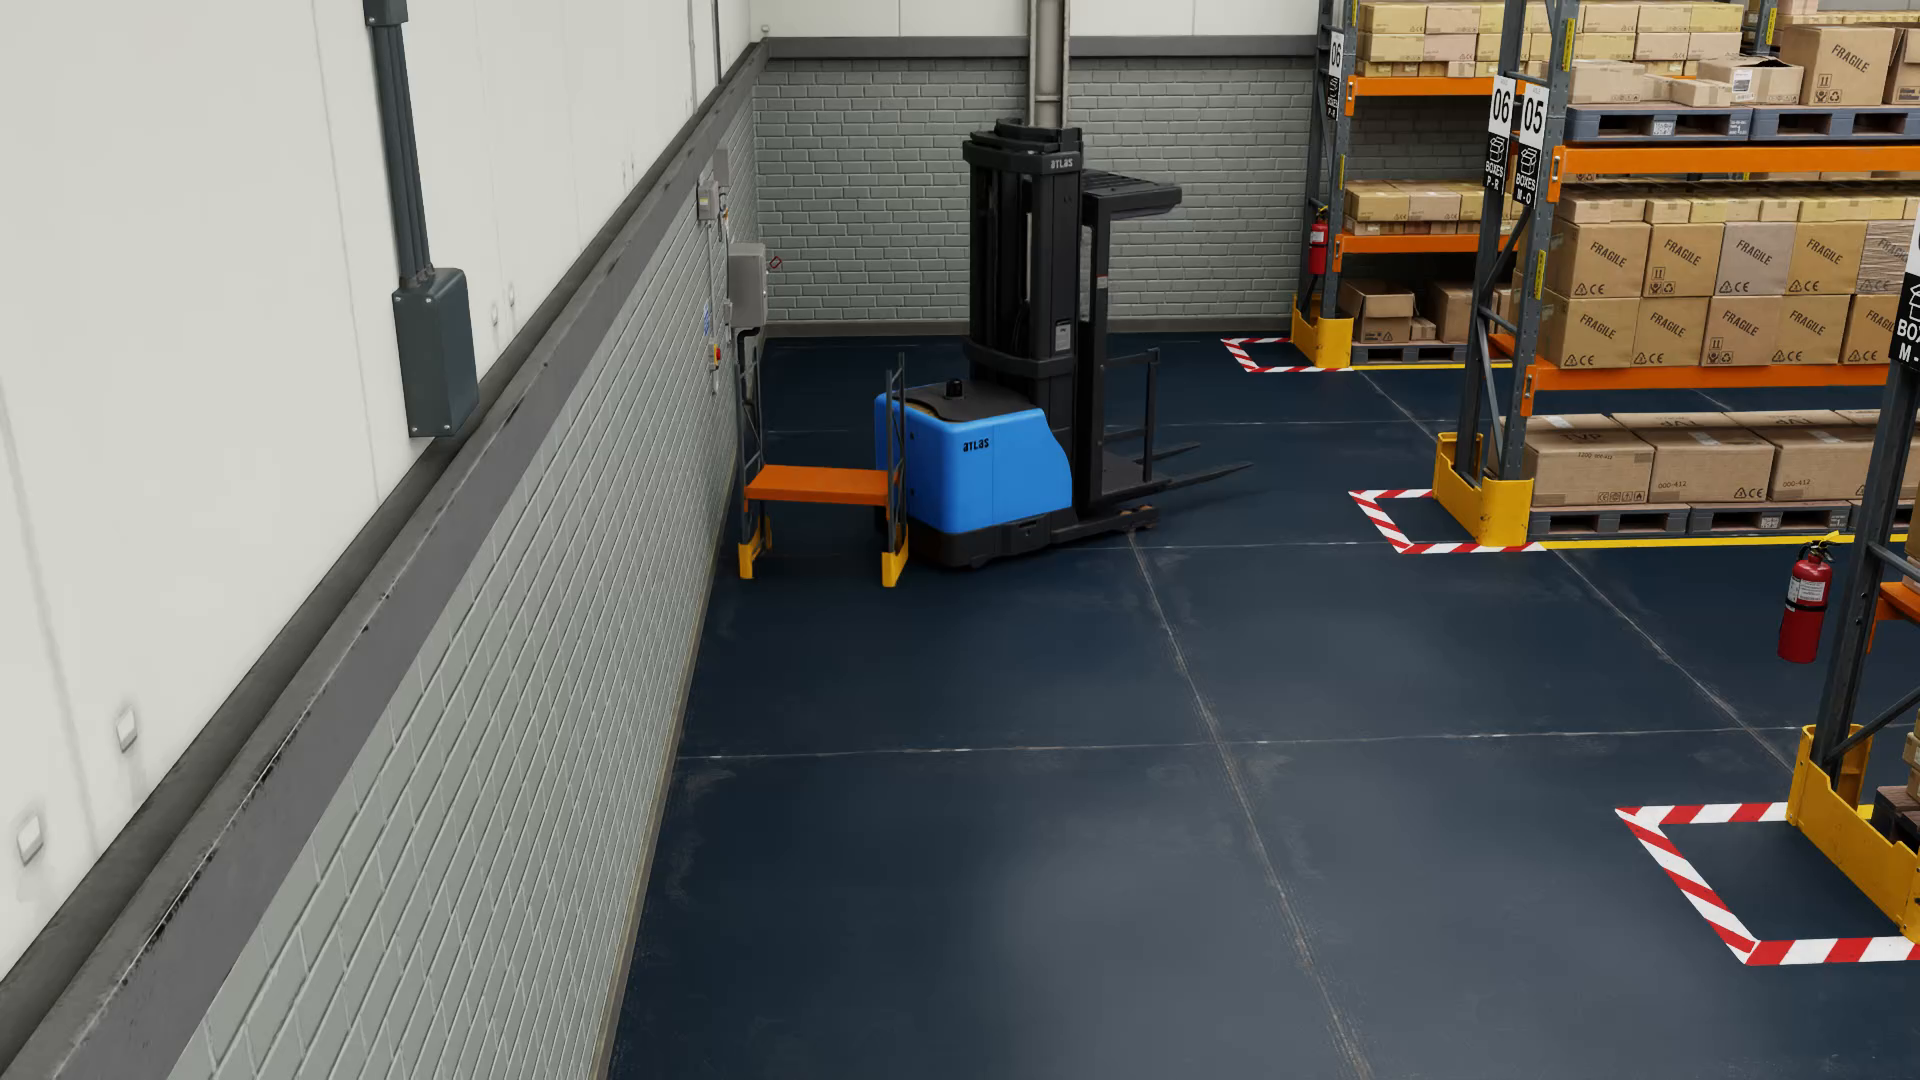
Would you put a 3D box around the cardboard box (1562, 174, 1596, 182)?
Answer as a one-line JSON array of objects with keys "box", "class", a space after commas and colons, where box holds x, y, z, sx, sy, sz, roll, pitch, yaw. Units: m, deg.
[{"box": [6.124, -3.889, 16.858, 0.500, 0.500, 0.500, -2, 21, -5], "class": "cardboard box"}]

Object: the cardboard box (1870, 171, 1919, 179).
[{"box": [9.422, -3.605, 16.643, 0.500, 0.500, 0.700, -1, 21, -3], "class": "cardboard box"}]

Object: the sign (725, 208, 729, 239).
[{"box": [-1.886, -2.549, 13.440, 0.001, 0.242, 0.339, -1, 21, -3], "class": "sign"}]

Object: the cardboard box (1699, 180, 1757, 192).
[{"box": [5.537, -2.501, 12.018, 0.250, 0.149, 0.380, -1, 21, -2], "class": "cardboard box"}]

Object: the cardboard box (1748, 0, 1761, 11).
[{"box": [7.928, -5.296, 16.221, 0.258, 0.266, 0.396, -1, 21, -4], "class": "cardboard box"}]

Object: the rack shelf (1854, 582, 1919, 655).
[{"box": [6.300, 0.491, 7.626, 4.000, 0.370, 1.077, -1, 21, -3], "class": "rack shelf"}]

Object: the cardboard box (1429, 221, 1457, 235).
[{"box": [4.744, -3.138, 16.501, 0.250, 0.149, 0.380, -1, 21, -1], "class": "cardboard box"}]

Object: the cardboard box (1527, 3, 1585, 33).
[{"box": [5.608, -4.981, 15.861, 0.500, 0.250, 0.500, -1, 21, -2], "class": "cardboard box"}]

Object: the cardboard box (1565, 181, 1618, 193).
[{"box": [4.519, -2.470, 11.935, 0.250, 0.149, 0.380, -1, 21, -2], "class": "cardboard box"}]

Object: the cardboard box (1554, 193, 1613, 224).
[{"box": [4.290, -2.287, 11.454, 0.250, 0.149, 0.380, -1, 21, -2], "class": "cardboard box"}]

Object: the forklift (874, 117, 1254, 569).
[{"box": [0.881, -1.559, 12.096, 3.031, 2.935, 1.130, -14, 25, -32], "class": "forklift"}]

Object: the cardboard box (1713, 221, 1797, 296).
[{"box": [5.444, -2.009, 11.637, 0.500, 0.500, 0.500, -1, 21, -3], "class": "cardboard box"}]

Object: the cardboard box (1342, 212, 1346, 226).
[{"box": [3.948, -3.308, 16.948, 0.250, 0.149, 0.380, -1, 21, -4], "class": "cardboard box"}]

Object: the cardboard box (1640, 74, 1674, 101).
[{"box": [4.778, -3.166, 11.627, 0.250, 0.149, 0.380, -3, 21, -7], "class": "cardboard box"}]

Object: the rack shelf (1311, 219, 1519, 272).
[{"box": [5.629, -3.028, 16.870, 4.000, 0.370, 1.077, -1, 21, -3], "class": "rack shelf"}]

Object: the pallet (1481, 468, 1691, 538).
[{"box": [4.714, -0.301, 12.616, 1.213, 0.211, 1.003, -1, 21, -3], "class": "pallet"}]

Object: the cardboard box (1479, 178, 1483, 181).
[{"box": [5.608, -3.525, 16.957, 0.500, 0.250, 0.500, -1, 21, -3], "class": "cardboard box"}]

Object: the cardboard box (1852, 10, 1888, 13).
[{"box": [8.948, -5.138, 16.390, 0.250, 0.149, 0.380, -2, 21, -5], "class": "cardboard box"}]

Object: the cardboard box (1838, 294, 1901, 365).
[{"box": [6.450, -1.560, 11.863, 0.500, 0.500, 0.500, -1, 21, -4], "class": "cardboard box"}]

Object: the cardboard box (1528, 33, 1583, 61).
[{"box": [5.624, -4.749, 15.955, 0.500, 0.250, 0.500, -1, 21, -4], "class": "cardboard box"}]

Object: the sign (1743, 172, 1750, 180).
[{"box": [7.665, -3.617, 16.189, 0.005, 0.325, 0.100, -1, 21, -3], "class": "sign"}]

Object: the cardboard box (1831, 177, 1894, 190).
[{"box": [6.557, -2.535, 12.107, 0.250, 0.149, 0.380, -2, 21, -5], "class": "cardboard box"}]

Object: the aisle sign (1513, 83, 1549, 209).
[{"box": [3.864, -2.671, 11.267, 0.004, 0.787, 0.394, -1, 21, -3], "class": "aisle sign"}]

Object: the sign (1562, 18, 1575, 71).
[{"box": [3.945, -3.211, 10.783, 0.005, 0.325, 0.100, -1, 21, -3], "class": "sign"}]

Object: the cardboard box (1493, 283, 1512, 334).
[{"box": [5.638, -2.309, 16.894, 0.500, 0.500, 0.500, -1, 21, -2], "class": "cardboard box"}]

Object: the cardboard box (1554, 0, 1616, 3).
[{"box": [6.092, -5.174, 16.369, 0.500, 0.250, 0.500, -1, 21, -4], "class": "cardboard box"}]

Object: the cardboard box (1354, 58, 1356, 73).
[{"box": [3.939, -4.697, 16.379, 0.250, 0.149, 0.380, -1, 21, -2], "class": "cardboard box"}]

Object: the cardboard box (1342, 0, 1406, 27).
[{"box": [4.060, -5.136, 16.270, 0.500, 0.250, 0.500, -2, 21, -5], "class": "cardboard box"}]

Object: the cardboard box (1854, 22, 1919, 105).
[{"box": [6.569, -3.296, 11.471, 0.637, 0.503, 0.797, 0, 21, 1], "class": "cardboard box"}]

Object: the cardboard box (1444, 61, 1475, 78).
[{"box": [4.736, -4.514, 15.900, 0.250, 0.149, 0.380, -1, 21, -2], "class": "cardboard box"}]

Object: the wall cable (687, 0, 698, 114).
[{"box": [-1.743, -4.149, 10.370, 0.029, 3.000, 0.463, -1, 21, -3], "class": "wall cable"}]

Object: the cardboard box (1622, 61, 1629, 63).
[{"box": [6.257, -4.573, 16.053, 0.250, 0.149, 0.380, 0, 21, -1], "class": "cardboard box"}]

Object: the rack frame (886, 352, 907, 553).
[{"box": [-0.429, -0.481, 11.277, 0.032, 1.500, 0.500, 3, 21, 8], "class": "rack frame"}]

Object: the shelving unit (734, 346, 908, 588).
[{"box": [-0.940, -0.509, 11.350, 1.083, 1.500, 0.587, 3, 21, 8], "class": "shelving unit"}]

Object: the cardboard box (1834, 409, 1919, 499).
[{"box": [7.280, -0.666, 12.665, 0.875, 0.438, 0.875, -1, 21, -4], "class": "cardboard box"}]

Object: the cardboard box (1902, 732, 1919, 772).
[{"box": [4.814, 1.081, 8.065, 0.250, 0.149, 0.380, -2, 21, -5], "class": "cardboard box"}]

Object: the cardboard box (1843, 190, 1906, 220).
[{"box": [6.344, -2.336, 11.584, 0.250, 0.149, 0.380, -2, 21, -4], "class": "cardboard box"}]

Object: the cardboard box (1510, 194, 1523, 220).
[{"box": [5.620, -3.346, 16.486, 0.500, 0.250, 0.500, -2, 21, -4], "class": "cardboard box"}]

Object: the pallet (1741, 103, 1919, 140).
[{"box": [5.881, -2.966, 11.603, 1.213, 0.211, 1.003, -1, 21, -3], "class": "pallet"}]

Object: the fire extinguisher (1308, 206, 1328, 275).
[{"box": [3.512, -2.946, 16.276, 0.183, 0.674, 0.296, -1, 21, -3], "class": "fire extinguisher"}]

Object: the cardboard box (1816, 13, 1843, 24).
[{"box": [8.212, -4.952, 15.901, 0.250, 0.149, 0.380, -1, 21, -2], "class": "cardboard box"}]

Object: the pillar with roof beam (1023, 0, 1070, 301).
[{"box": [1.135, -4.864, 12.248, 0.400, 9.000, 9.100, -1, 21, -3], "class": "pillar with roof beam"}]

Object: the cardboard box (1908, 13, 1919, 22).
[{"box": [9.232, -4.972, 15.954, 0.250, 0.149, 0.380, -1, 21, -3], "class": "cardboard box"}]

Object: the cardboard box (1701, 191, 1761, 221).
[{"box": [5.335, -2.318, 11.535, 0.250, 0.149, 0.380, -1, 21, -3], "class": "cardboard box"}]

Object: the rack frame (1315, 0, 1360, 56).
[{"box": [3.633, -6.127, 15.568, 0.127, 3.000, 1.000, -1, 21, -3], "class": "rack frame"}]

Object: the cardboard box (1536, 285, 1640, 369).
[{"box": [4.415, -1.515, 11.744, 0.500, 0.500, 0.500, -1, 21, -3], "class": "cardboard box"}]
